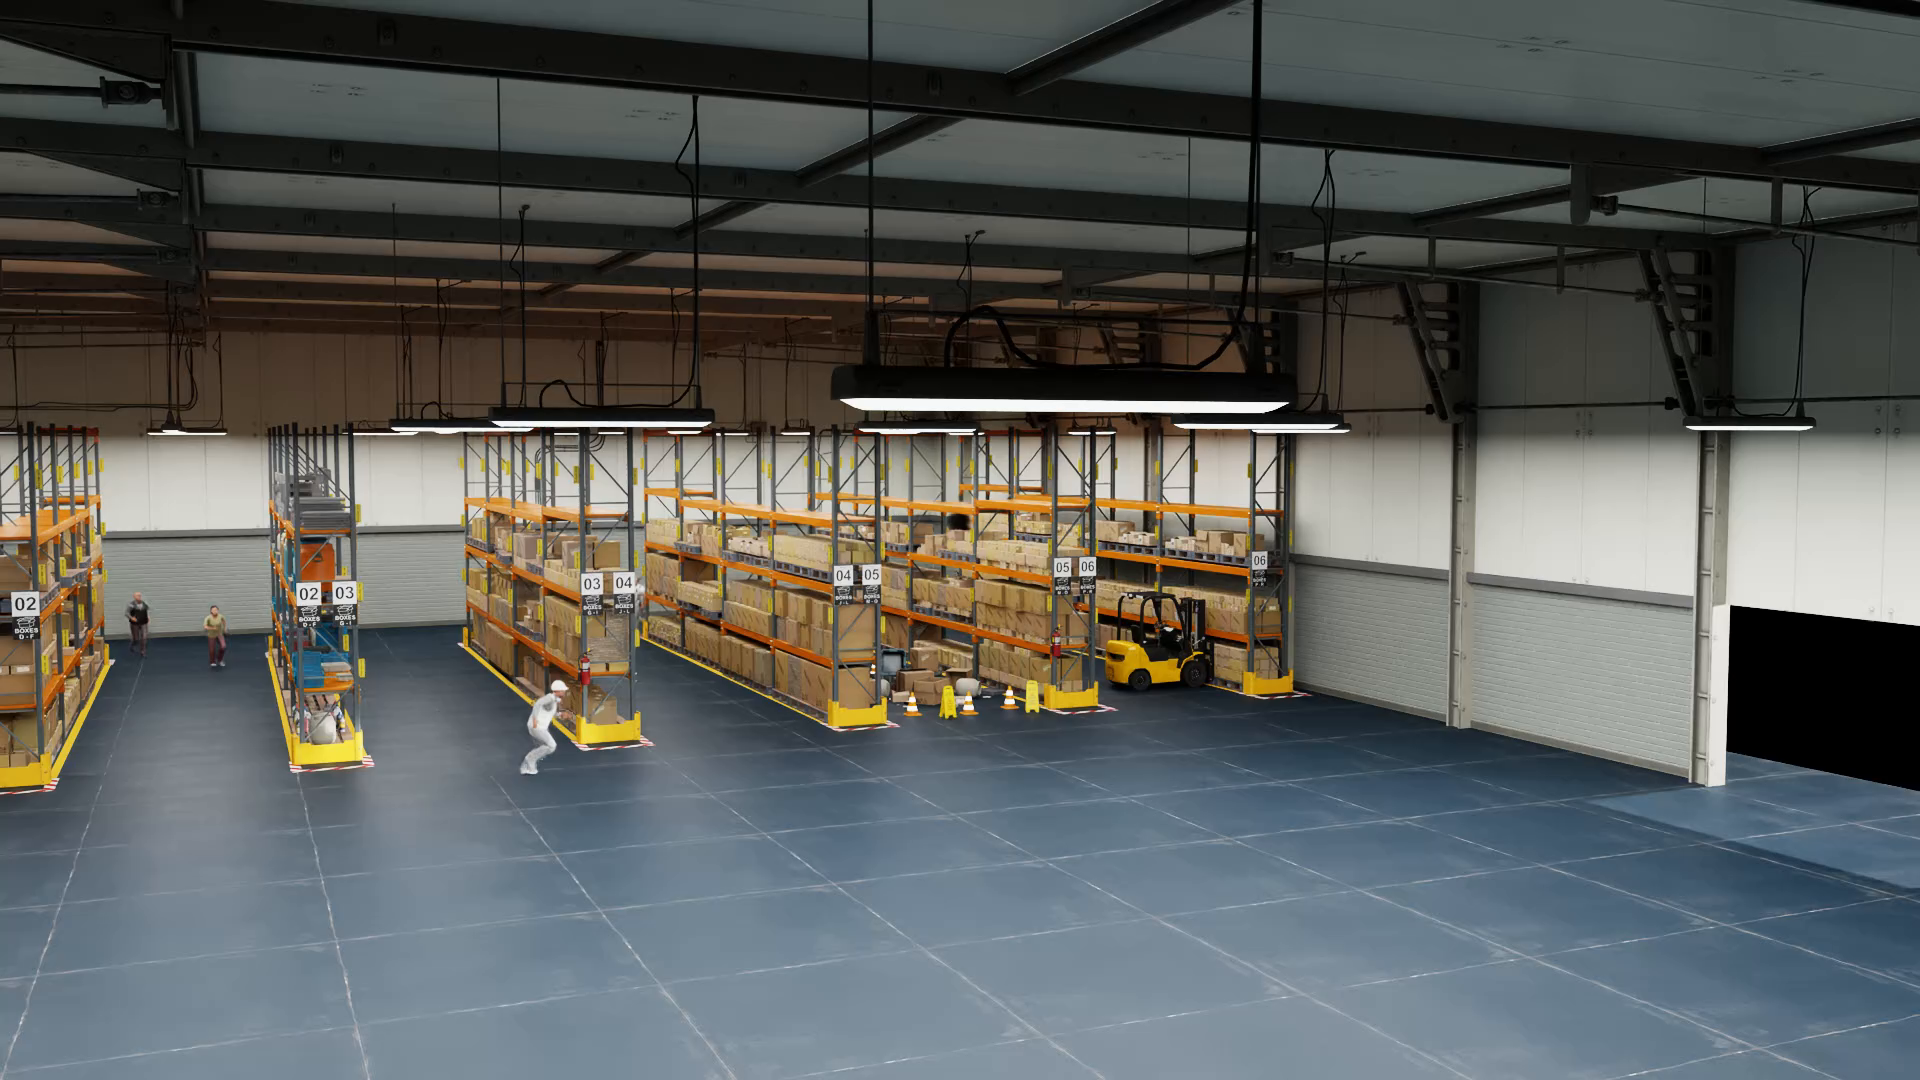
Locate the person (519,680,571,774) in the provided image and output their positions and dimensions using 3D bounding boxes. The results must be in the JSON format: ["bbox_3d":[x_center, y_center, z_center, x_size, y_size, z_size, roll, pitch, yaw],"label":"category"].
[{"bbox_3d":[-7.064,3.193,28.256,0.865,1.602,0.693,0,3,-4],"label":"person"}]

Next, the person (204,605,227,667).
[{"bbox_3d":[-18.533,2.391,41.407,0.586,1.564,0.878,-2,4,-35],"label":"person"}]

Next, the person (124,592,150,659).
[{"bbox_3d":[-21.494,2.227,43.499,0.669,1.728,0.862,-3,5,-42],"label":"person"}]

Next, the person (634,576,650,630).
[{"bbox_3d":[-9.342,1.898,48.727,0.683,1.735,0.672,-2,4,-33],"label":"person"}]
